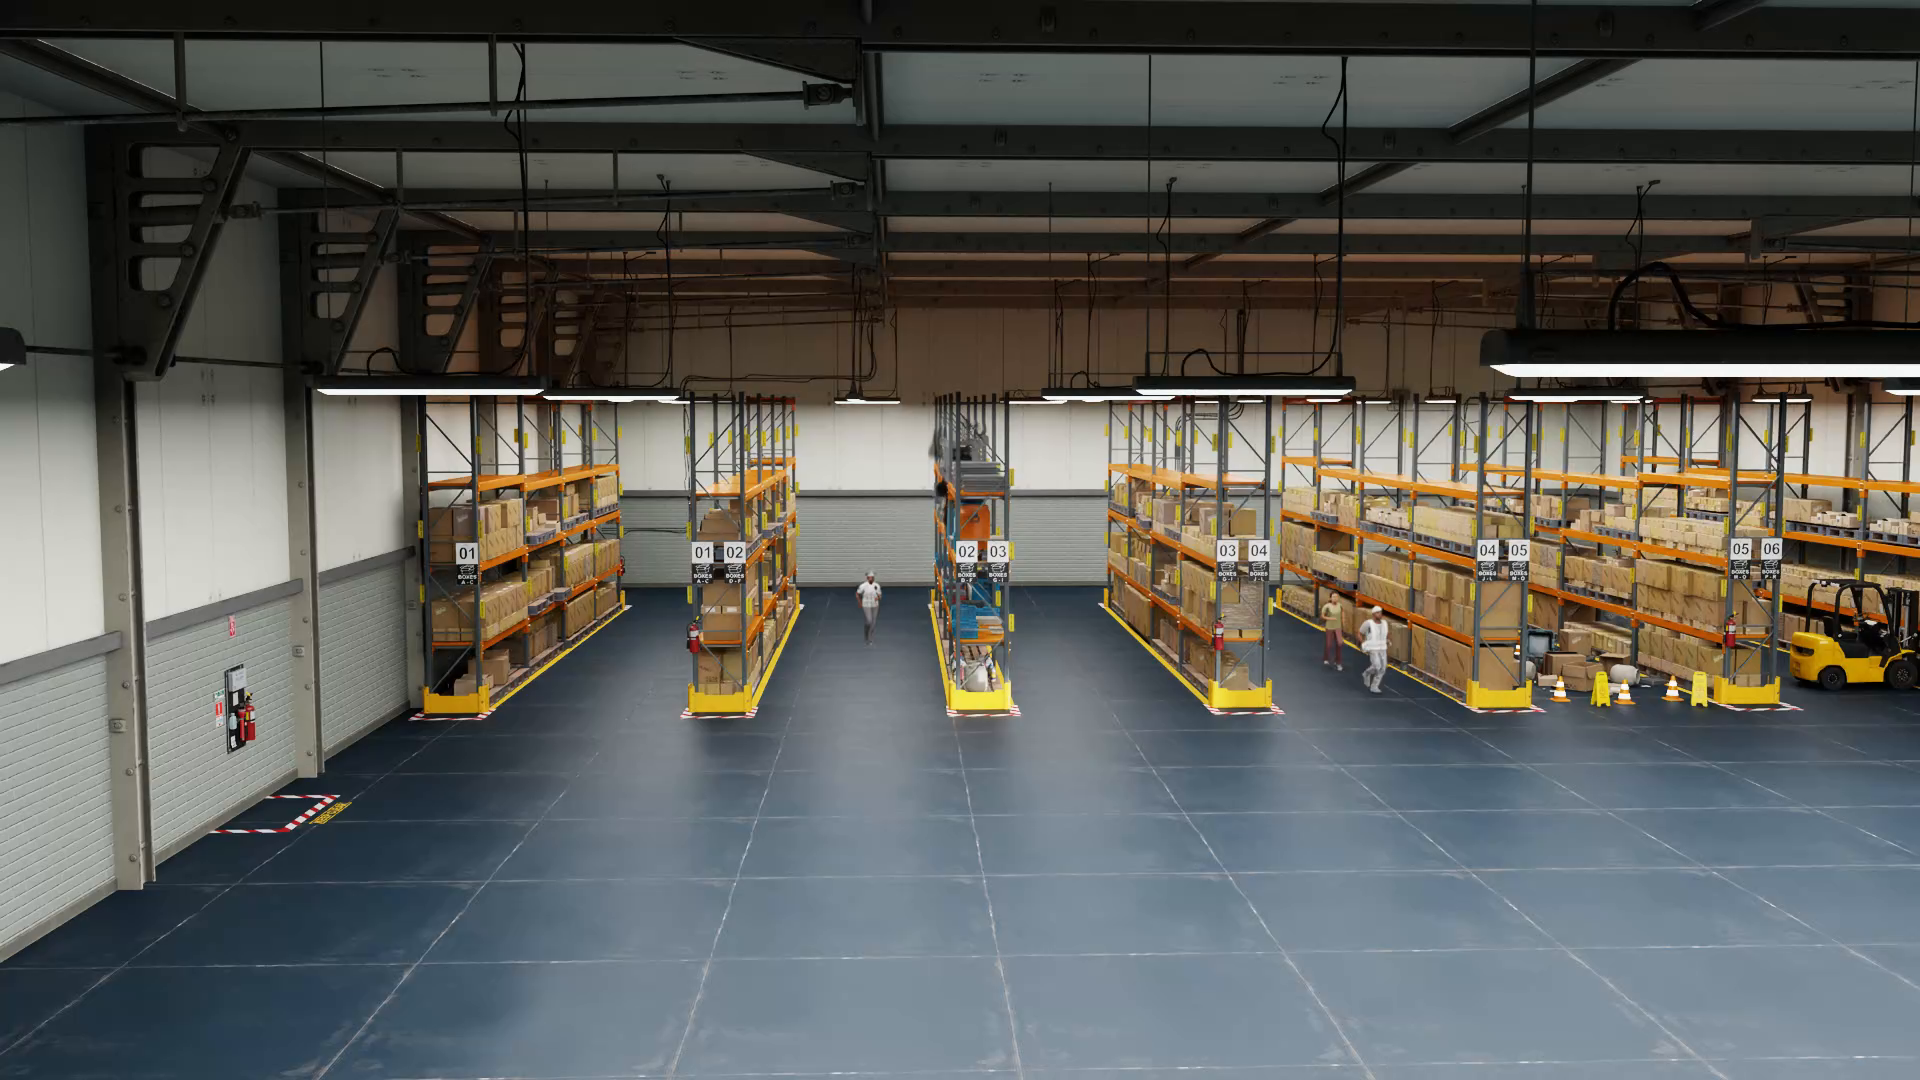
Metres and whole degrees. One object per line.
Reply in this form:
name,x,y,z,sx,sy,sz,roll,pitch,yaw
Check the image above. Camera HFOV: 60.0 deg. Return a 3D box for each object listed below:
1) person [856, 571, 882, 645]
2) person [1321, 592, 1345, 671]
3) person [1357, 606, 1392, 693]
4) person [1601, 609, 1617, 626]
person,-2.046,1.559,38.000,0.552,1.713,0.629,-2,5,-19
person,8.162,1.988,36.390,0.594,1.743,0.729,-1,5,-7
person,8.346,2.192,33.255,0.683,1.734,0.592,-2,5,-19
person,16.763,1.426,42.795,0.756,1.730,0.558,0,5,-2
